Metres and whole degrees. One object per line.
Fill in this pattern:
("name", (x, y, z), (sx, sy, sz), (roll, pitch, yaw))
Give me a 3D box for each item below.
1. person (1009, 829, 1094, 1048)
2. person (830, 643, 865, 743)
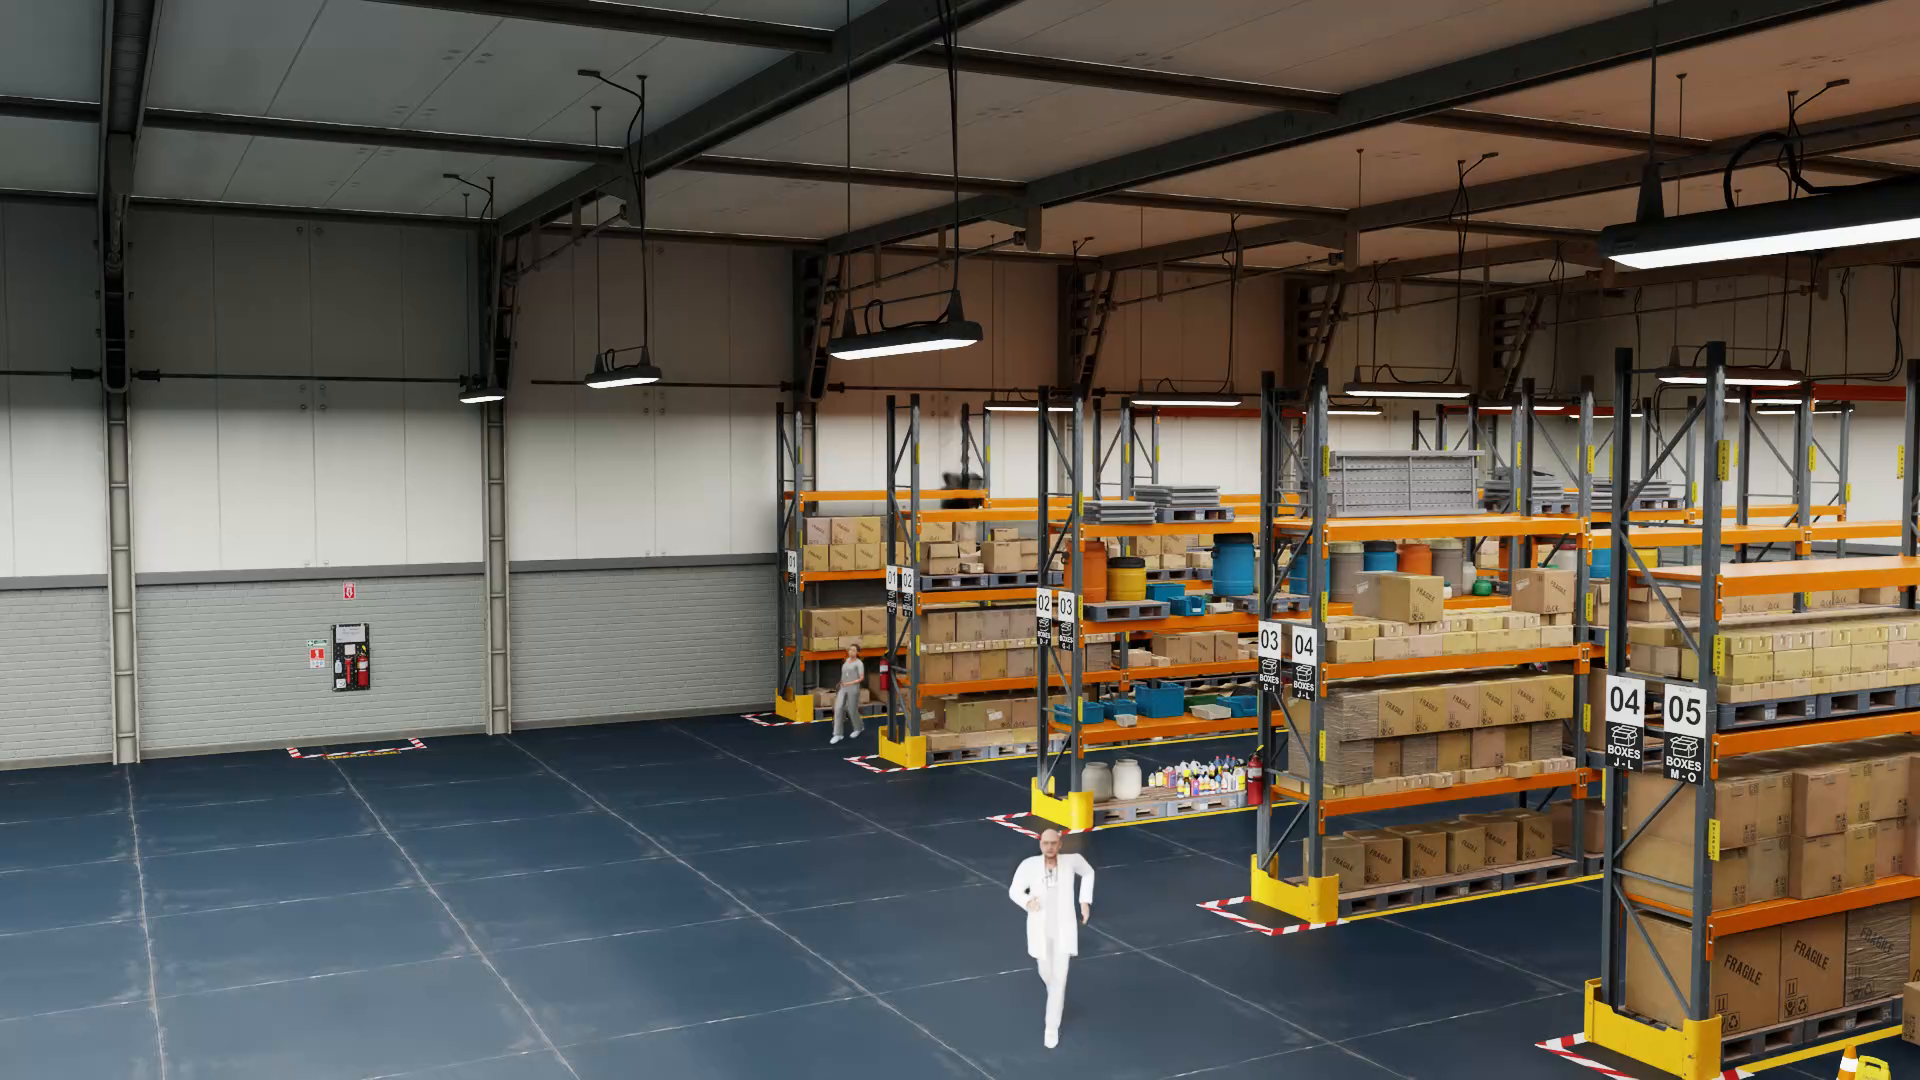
("person", (0.812, 3.461, 14.716), (0.738, 1.853, 0.971), (0, 3, 6))
("person", (-1.814, 2.578, 28.105), (0.585, 1.655, 0.818), (2, 4, 37))
